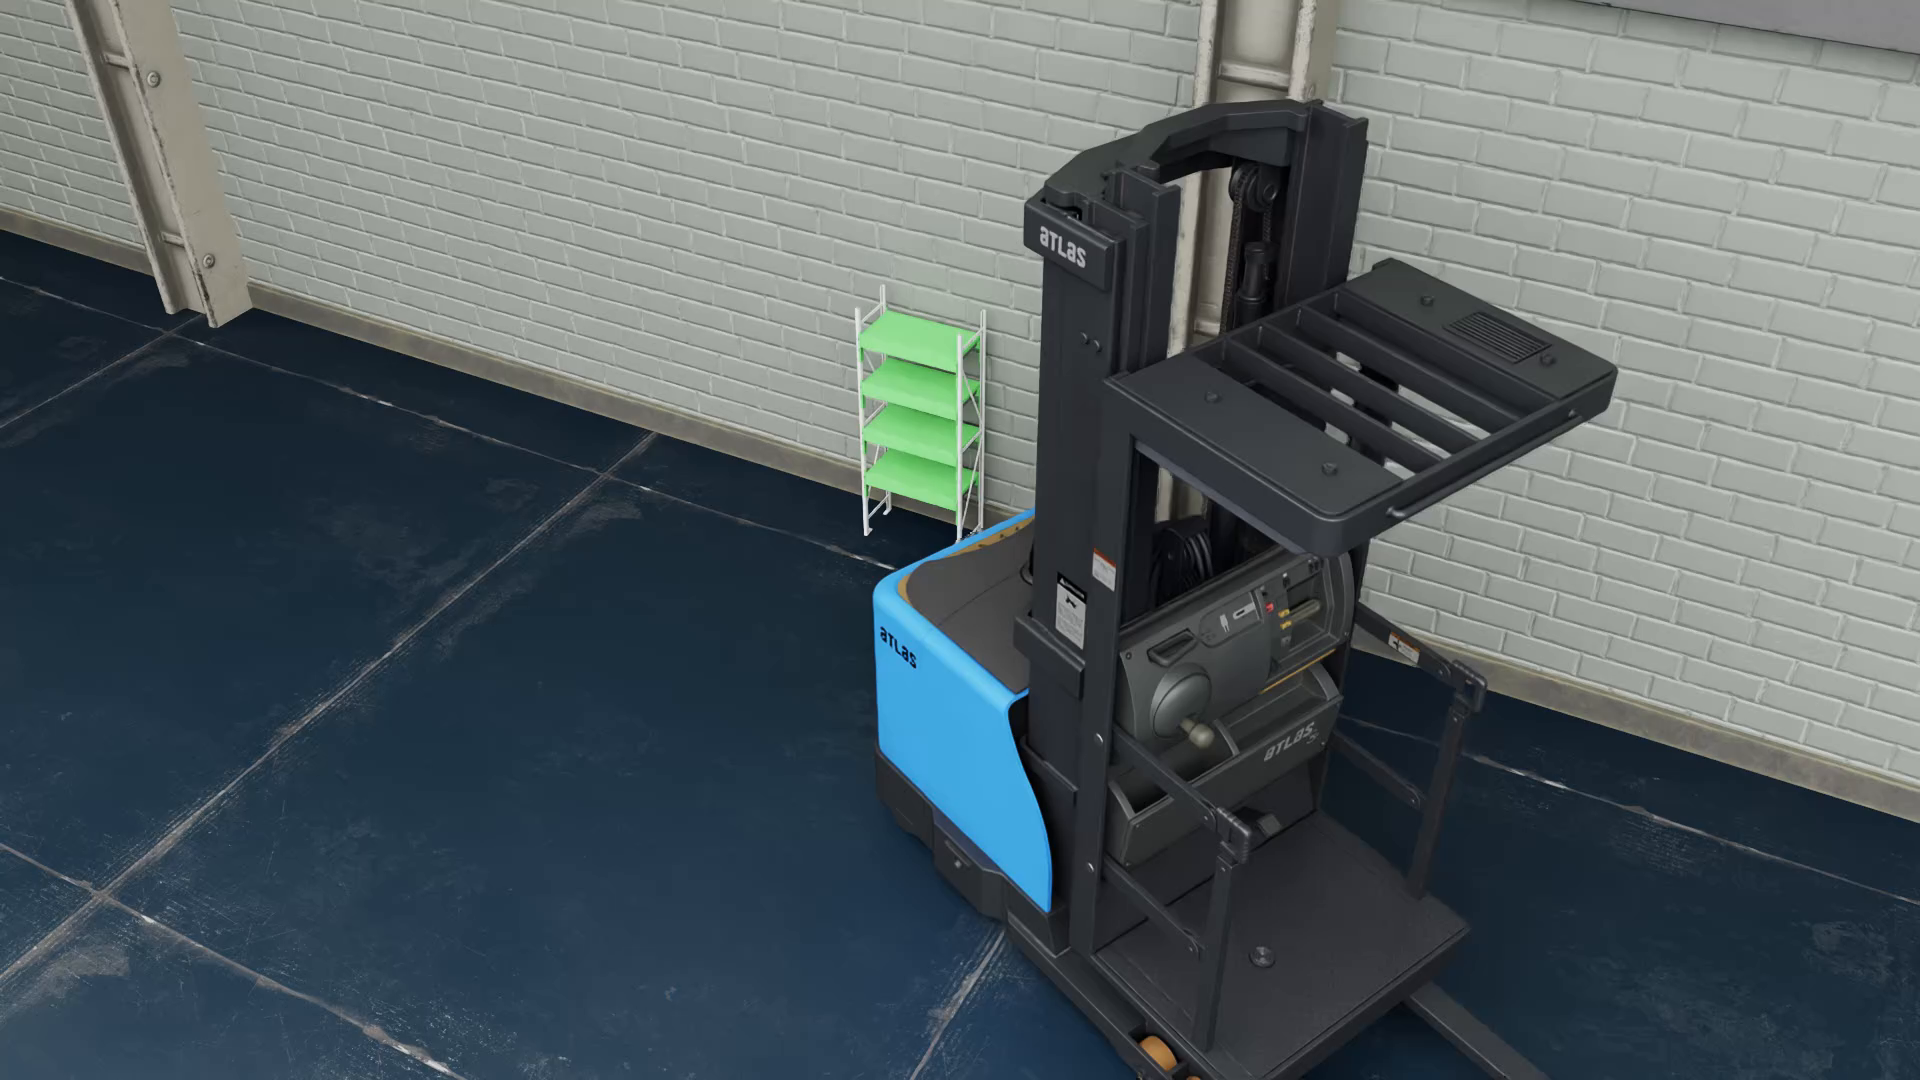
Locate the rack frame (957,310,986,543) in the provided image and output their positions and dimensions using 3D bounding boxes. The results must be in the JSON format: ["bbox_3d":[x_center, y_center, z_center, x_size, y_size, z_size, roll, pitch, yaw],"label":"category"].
[{"bbox_3d":[0.049,-0.431,7.325,0.015,1.200,0.240,17,40,21],"label":"rack frame"}]

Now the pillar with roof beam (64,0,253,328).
[{"bbox_3d":[-6.252,-2.596,3.728,0.400,9.000,9.100,17,41,21],"label":"pillar with roof beam"}]

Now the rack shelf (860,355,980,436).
[{"bbox_3d":[-0.168,-0.639,7.307,0.480,0.148,0.258,17,40,21],"label":"rack shelf"}]

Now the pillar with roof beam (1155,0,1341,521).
[{"bbox_3d":[-0.924,-0.928,1.530,0.400,9.000,9.100,17,41,21],"label":"pillar with roof beam"}]

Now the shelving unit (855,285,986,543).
[{"bbox_3d":[-0.169,-0.498,7.413,0.503,1.200,0.258,17,40,21],"label":"shelving unit"}]

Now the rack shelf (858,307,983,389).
[{"bbox_3d":[-0.168,-0.830,7.162,0.480,0.148,0.258,17,40,21],"label":"rack shelf"}]

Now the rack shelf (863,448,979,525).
[{"bbox_3d":[-0.169,-0.255,7.595,0.480,0.148,0.258,17,40,21],"label":"rack shelf"}]

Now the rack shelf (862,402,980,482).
[{"bbox_3d":[-0.169,-0.447,7.451,0.480,0.148,0.258,17,40,21],"label":"rack shelf"}]

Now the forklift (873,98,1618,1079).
[{"bbox_3d":[0.974,0.364,4.847,1.130,2.935,3.031,-25,44,-29],"label":"forklift"}]

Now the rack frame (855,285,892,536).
[{"bbox_3d":[-0.386,-0.565,7.500,0.015,1.200,0.240,17,40,21],"label":"rack frame"}]
